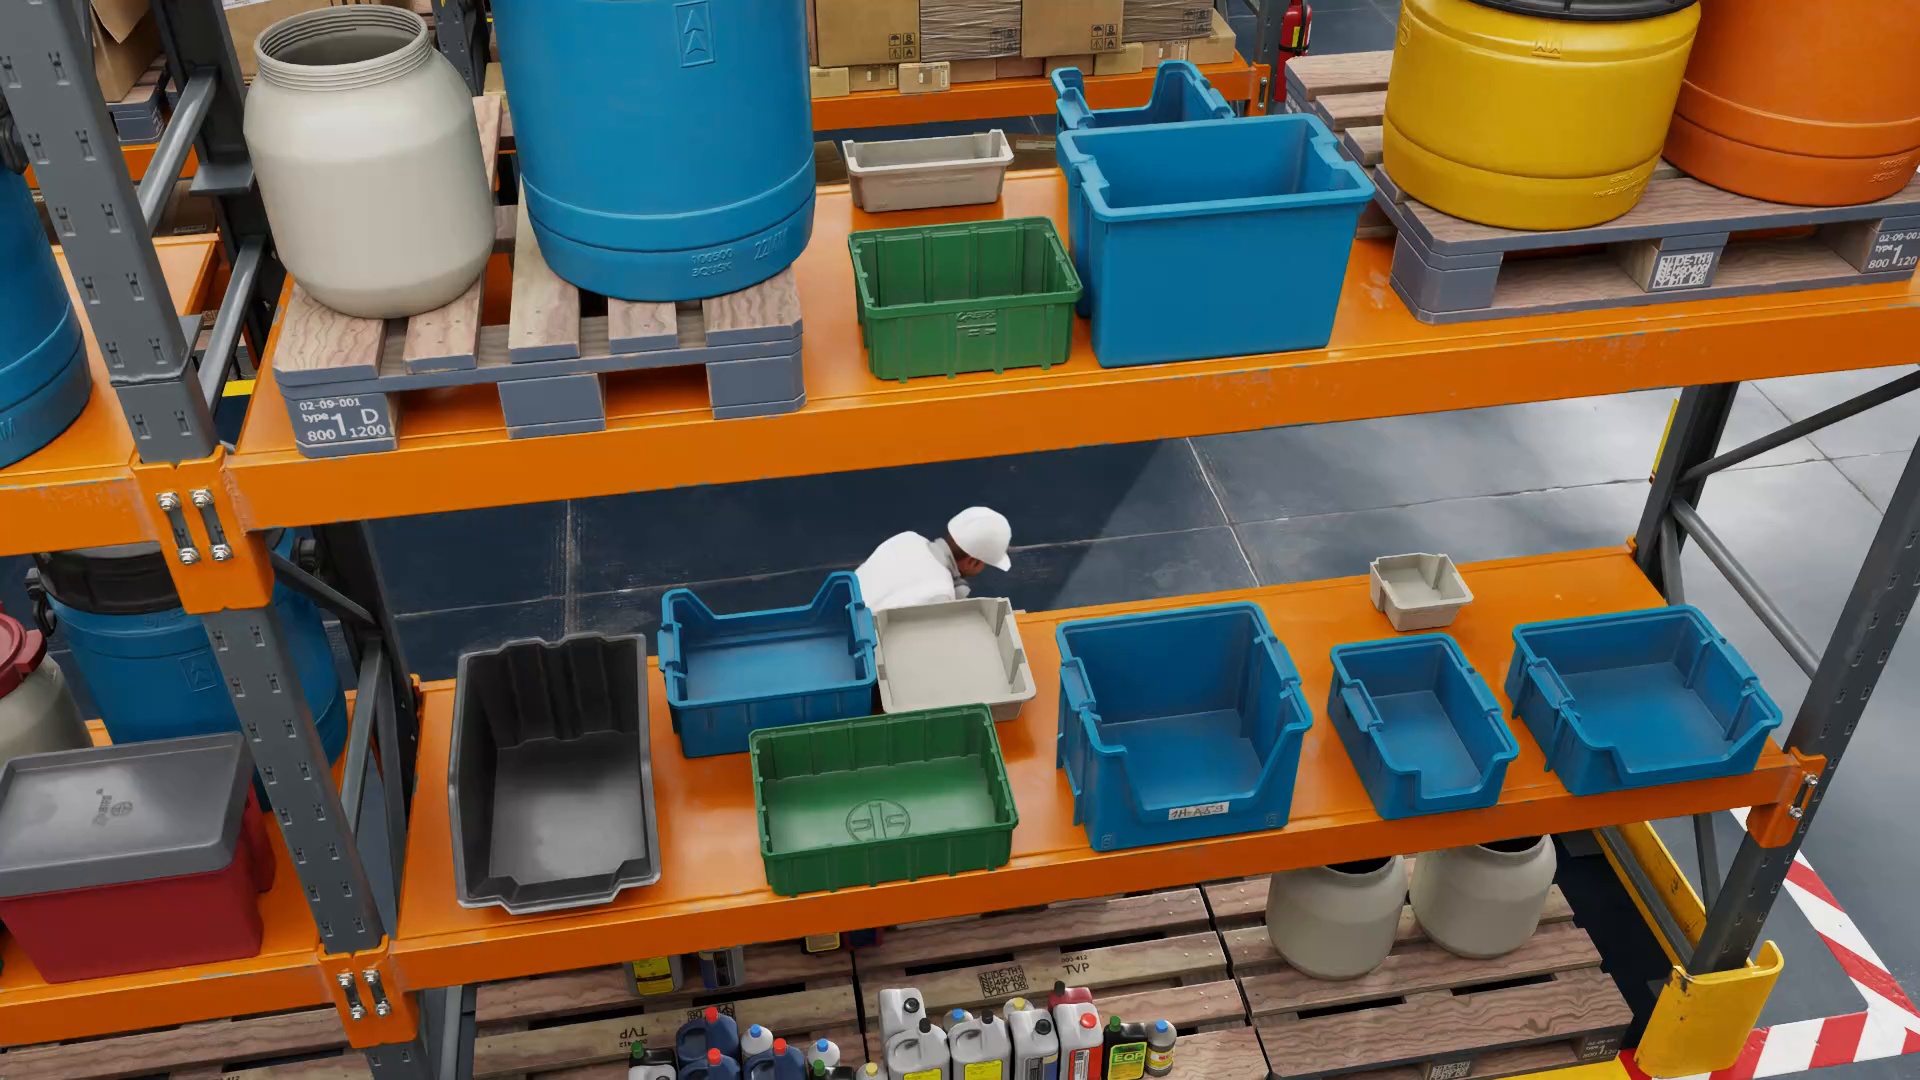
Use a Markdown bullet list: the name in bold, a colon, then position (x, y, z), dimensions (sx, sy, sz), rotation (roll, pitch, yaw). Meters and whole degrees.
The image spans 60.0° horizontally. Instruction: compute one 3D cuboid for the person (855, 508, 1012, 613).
- **person**: position (-0.180, 0.355, 6.311), dimensions (0.879, 1.008, 0.526), rotation (-7, 39, -8)
